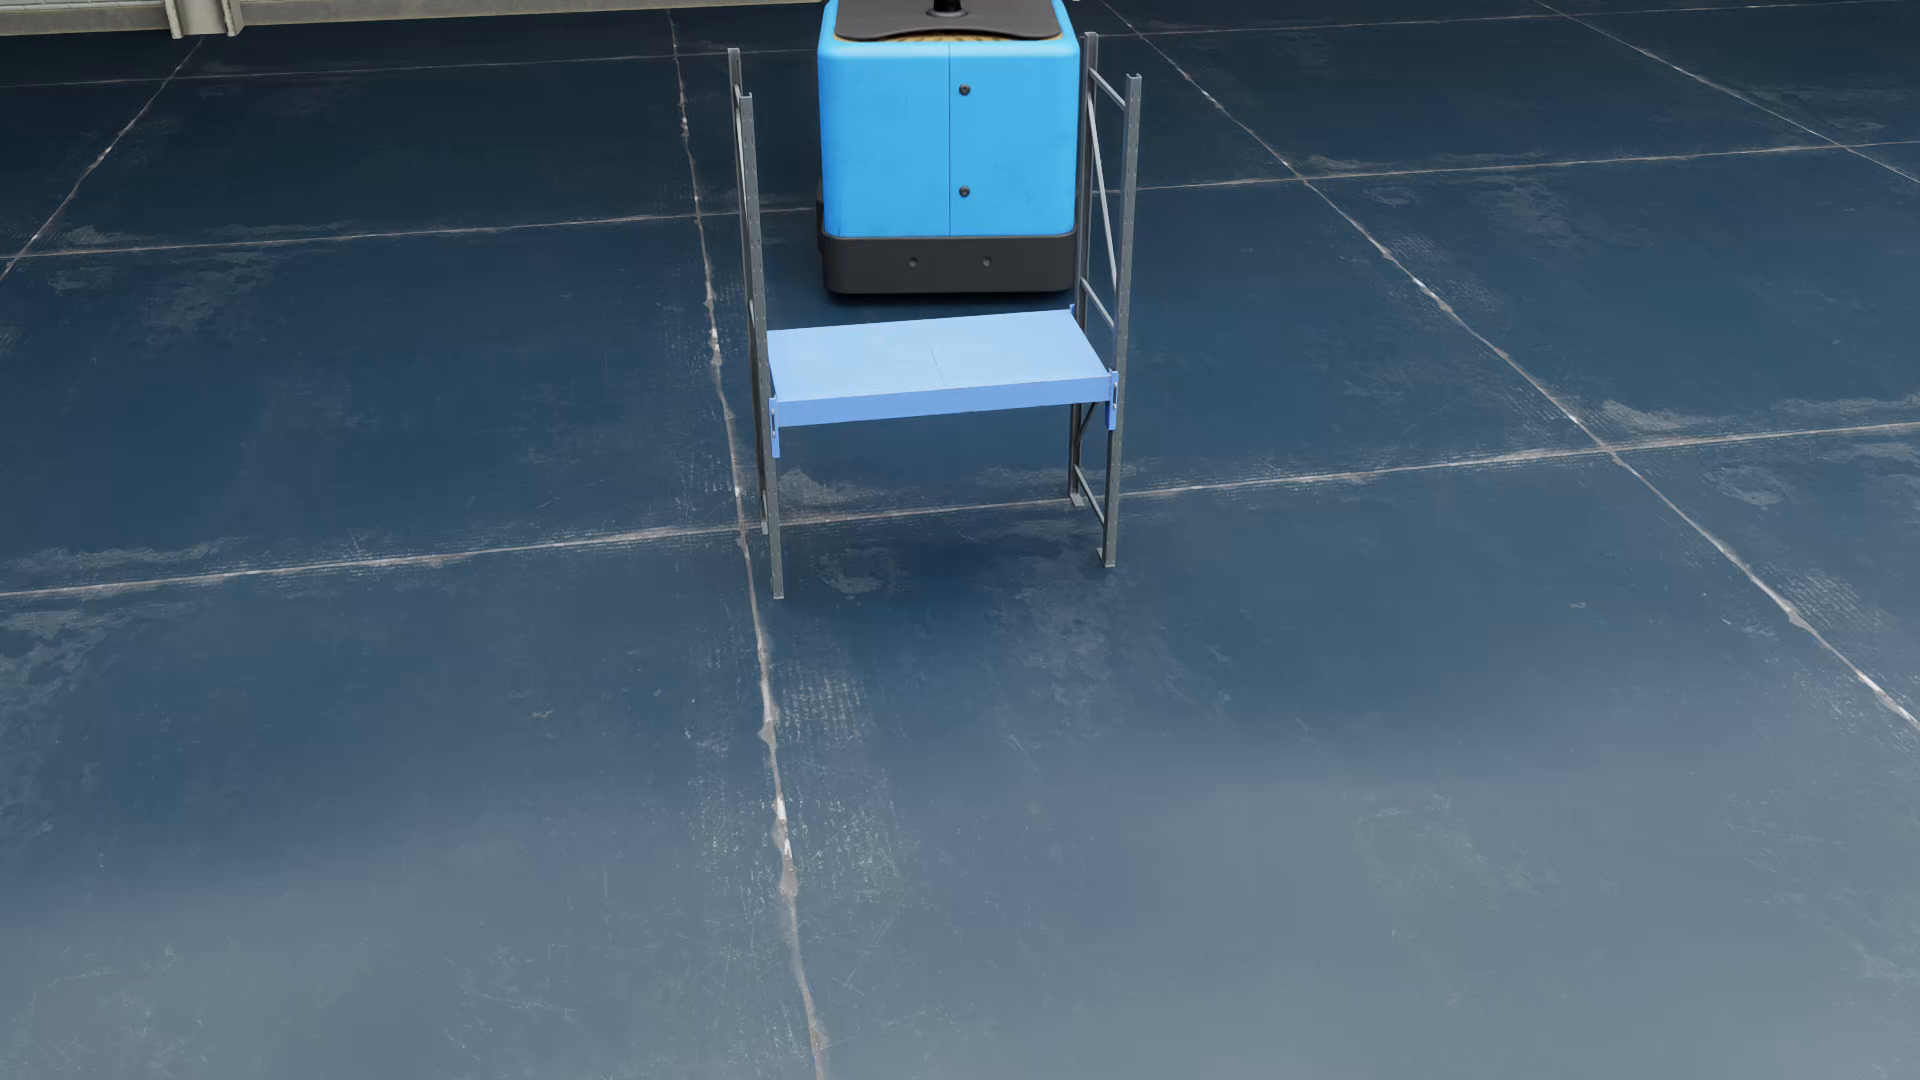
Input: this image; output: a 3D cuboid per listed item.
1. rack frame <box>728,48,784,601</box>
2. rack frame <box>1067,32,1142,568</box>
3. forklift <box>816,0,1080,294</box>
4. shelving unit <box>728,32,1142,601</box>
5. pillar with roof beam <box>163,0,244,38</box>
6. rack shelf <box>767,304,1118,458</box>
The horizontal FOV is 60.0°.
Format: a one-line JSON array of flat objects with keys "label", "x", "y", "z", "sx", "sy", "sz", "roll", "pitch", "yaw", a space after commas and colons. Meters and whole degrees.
[{"label": "rack frame", "x": -0.584, "y": -0.592, "z": 4.778, "sx": 0.032, "sy": 1.500, "sz": 0.500, "roll": -5, "pitch": 31, "yaw": -9}, {"label": "rack frame", "x": 0.416, "y": -0.685, "z": 4.936, "sx": 0.032, "sy": 1.500, "sz": 0.500, "roll": -5, "pitch": 31, "yaw": -9}, {"label": "forklift", "x": -0.087, "y": -2.985, "z": 7.435, "sx": 1.130, "sy": 2.935, "sz": 3.031, "roll": -1, "pitch": 30, "yaw": -2}, {"label": "shelving unit", "x": -0.084, "y": -0.639, "z": 4.857, "sx": 1.048, "sy": 1.500, "sz": 0.538, "roll": -5, "pitch": 31, "yaw": -9}, {"label": "pillar with roof beam", "x": -4.165, "y": -5.078, "z": 5.008, "sx": 0.400, "sy": 9.000, "sz": 9.100, "roll": -5, "pitch": 31, "yaw": -9}, {"label": "rack shelf", "x": -0.084, "y": -0.484, "z": 4.948, "sx": 1.000, "sy": 0.185, "sz": 0.538, "roll": -5, "pitch": 31, "yaw": -9}]
